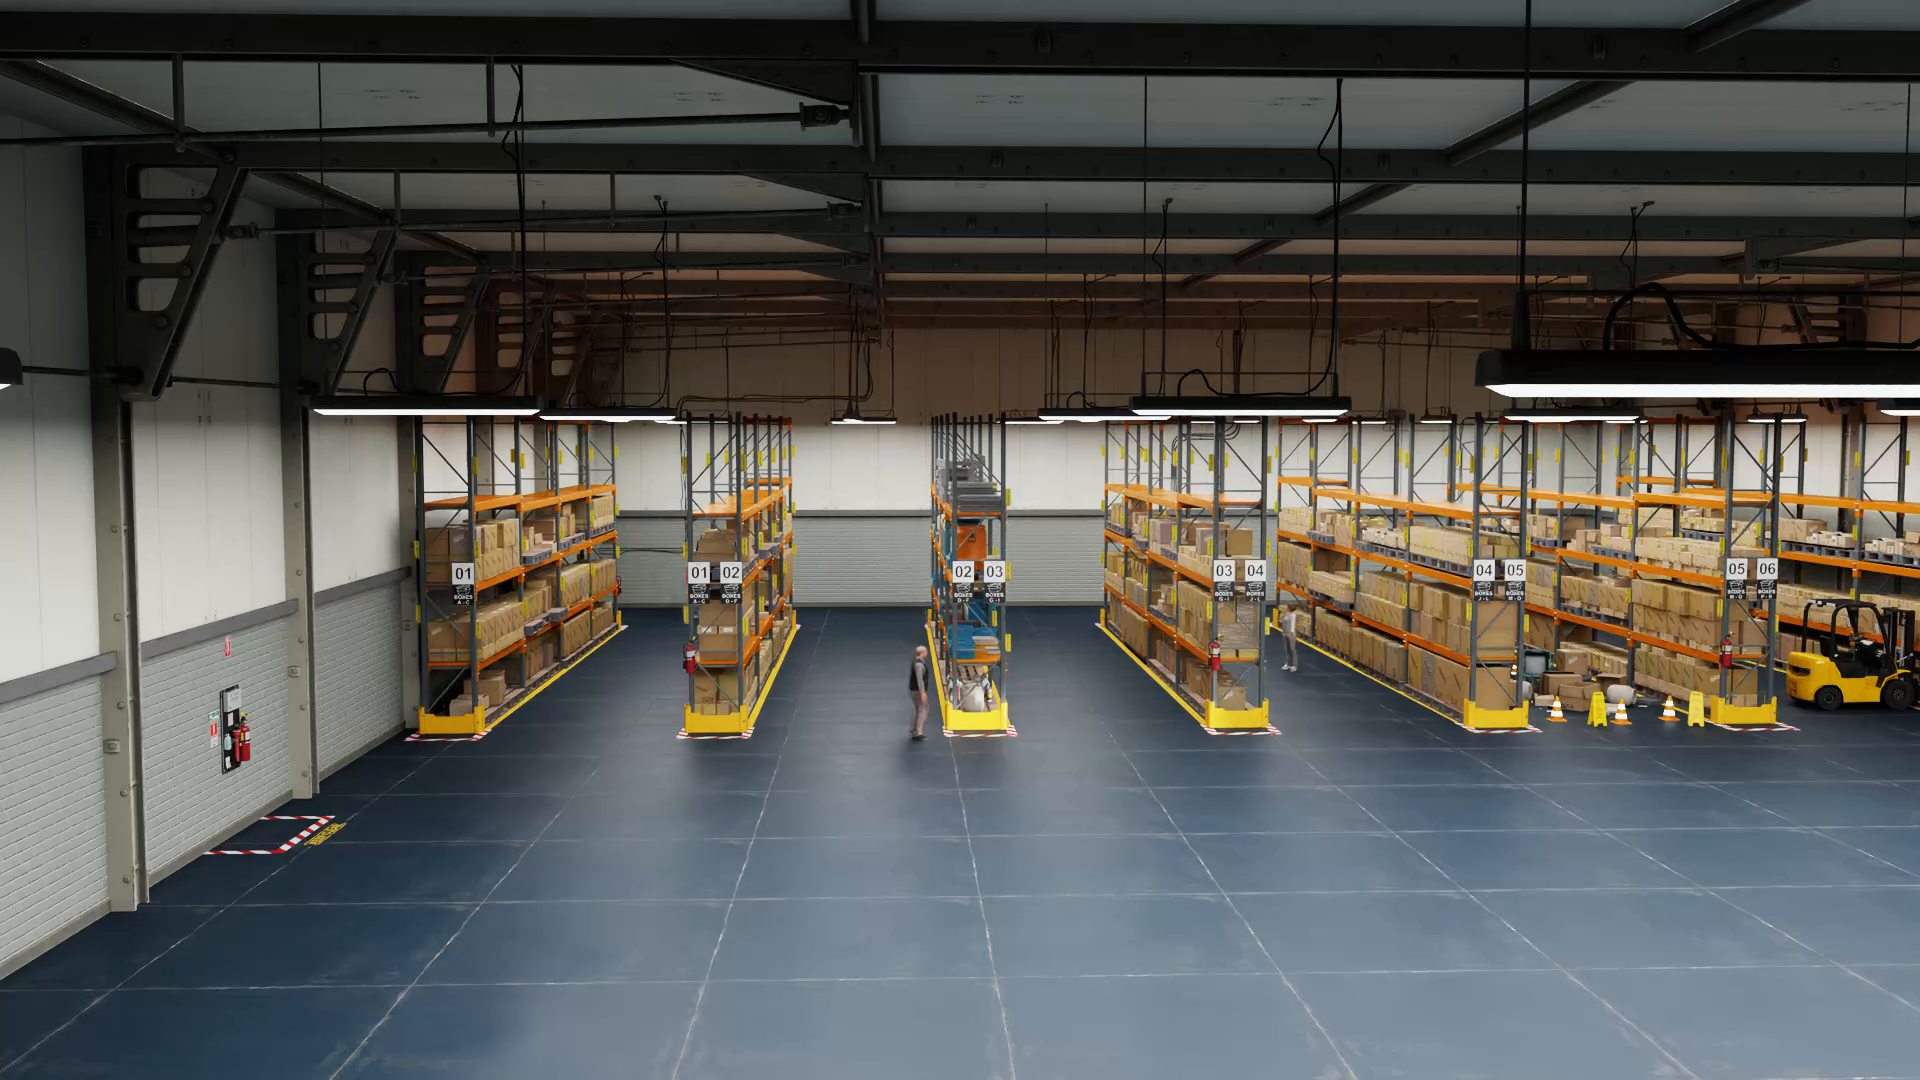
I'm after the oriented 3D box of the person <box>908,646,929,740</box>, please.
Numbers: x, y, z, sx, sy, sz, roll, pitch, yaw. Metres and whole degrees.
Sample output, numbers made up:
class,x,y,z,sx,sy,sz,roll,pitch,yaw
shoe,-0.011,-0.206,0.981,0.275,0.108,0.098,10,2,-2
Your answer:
class,x,y,z,sx,sy,sz,roll,pitch,yaw
person,-0.754,2.814,30.514,0.386,1.756,0.651,0,4,-4

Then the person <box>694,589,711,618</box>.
class,x,y,z,sx,sy,sz,roll,pitch,yaw
person,-7.479,1.518,49.505,1.017,1.683,0.662,1,4,11

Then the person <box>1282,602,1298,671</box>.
class,x,y,z,sx,sy,sz,roll,pitch,yaw
person,7.770,2.268,39.126,0.338,1.619,0.401,-2,4,-29

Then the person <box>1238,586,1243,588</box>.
class,x,y,z,sx,sy,sz,roll,pitch,yaw
person,7.816,1.591,47.575,0.598,1.721,1.082,2,4,26
